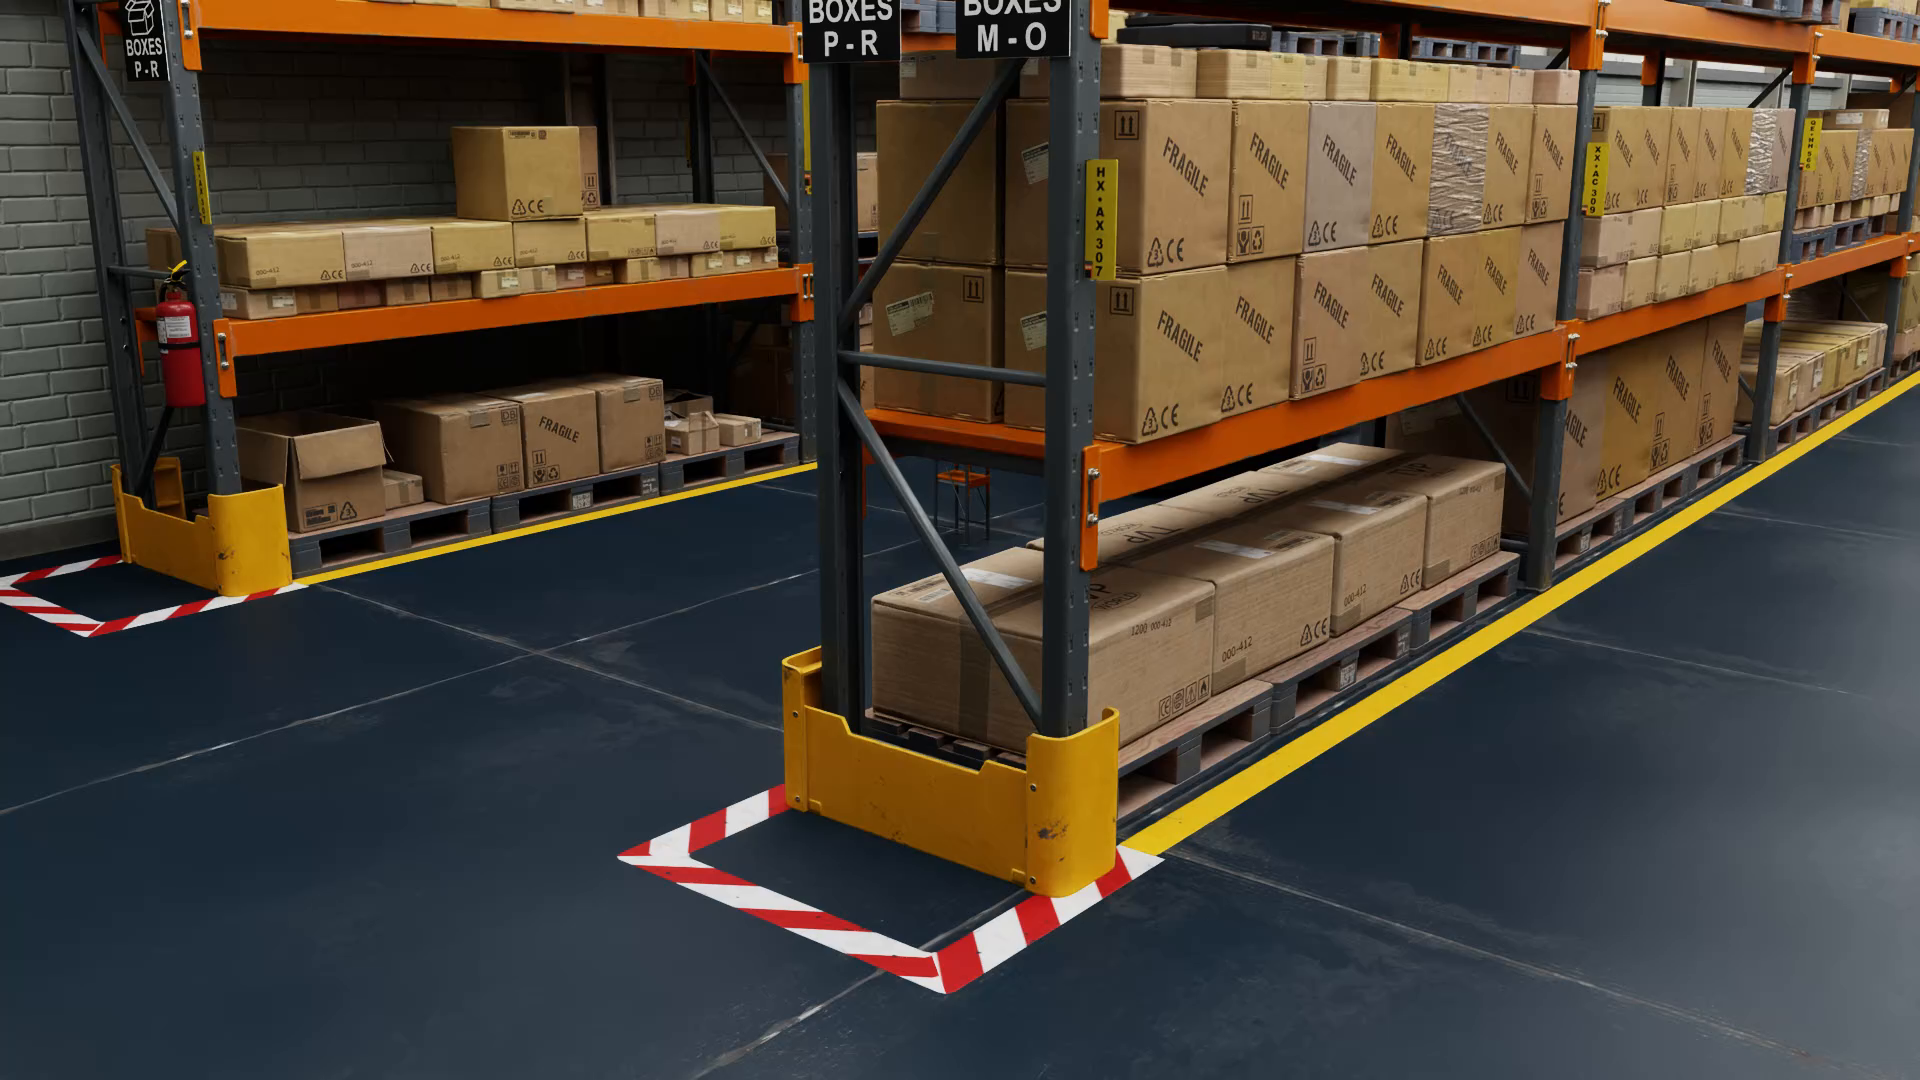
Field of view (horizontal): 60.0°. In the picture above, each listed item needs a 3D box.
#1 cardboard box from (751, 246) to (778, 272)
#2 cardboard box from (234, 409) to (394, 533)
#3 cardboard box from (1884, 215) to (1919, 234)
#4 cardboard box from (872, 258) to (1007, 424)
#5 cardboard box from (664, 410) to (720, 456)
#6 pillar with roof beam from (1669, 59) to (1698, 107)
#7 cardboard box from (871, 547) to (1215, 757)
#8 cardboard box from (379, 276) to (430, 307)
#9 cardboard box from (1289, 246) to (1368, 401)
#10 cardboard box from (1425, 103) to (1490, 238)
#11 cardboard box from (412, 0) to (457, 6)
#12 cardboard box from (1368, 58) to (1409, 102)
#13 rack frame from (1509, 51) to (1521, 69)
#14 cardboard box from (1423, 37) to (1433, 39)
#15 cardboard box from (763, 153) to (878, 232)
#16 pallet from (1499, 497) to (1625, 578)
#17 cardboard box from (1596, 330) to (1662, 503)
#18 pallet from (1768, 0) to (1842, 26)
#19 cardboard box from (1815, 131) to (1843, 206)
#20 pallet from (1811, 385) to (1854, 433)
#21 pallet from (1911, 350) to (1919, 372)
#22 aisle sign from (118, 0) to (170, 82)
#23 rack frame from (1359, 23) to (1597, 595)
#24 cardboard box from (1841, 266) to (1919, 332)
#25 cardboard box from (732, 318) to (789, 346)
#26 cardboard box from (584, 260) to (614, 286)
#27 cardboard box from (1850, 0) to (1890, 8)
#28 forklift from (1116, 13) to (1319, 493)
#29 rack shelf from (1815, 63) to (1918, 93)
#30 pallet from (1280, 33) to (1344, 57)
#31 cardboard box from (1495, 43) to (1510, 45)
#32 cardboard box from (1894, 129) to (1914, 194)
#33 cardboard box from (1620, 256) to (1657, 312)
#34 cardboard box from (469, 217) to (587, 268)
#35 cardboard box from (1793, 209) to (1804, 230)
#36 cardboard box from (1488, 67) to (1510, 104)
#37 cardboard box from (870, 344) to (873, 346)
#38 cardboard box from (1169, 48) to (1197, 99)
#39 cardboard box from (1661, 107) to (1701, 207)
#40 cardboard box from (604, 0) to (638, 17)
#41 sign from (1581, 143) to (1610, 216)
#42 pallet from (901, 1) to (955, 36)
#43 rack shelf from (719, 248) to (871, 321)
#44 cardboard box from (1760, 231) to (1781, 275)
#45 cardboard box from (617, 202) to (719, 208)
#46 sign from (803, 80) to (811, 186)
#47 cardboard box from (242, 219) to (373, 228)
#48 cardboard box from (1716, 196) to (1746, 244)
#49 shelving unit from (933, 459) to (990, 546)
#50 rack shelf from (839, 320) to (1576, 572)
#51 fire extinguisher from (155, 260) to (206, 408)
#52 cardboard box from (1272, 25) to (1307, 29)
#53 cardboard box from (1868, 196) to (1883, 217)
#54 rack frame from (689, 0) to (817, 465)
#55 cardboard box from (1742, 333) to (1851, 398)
[{"bbox_3d":[-1.392,-1.823,10.719,0.380,0.149,0.250,12,18,38],"label":"cardboard box"},{"bbox_3d":[-3.444,-0.375,8.726,0.797,0.503,0.637,10,18,35],"label":"cardboard box"},{"bbox_3d":[7.951,-2.699,14.165,0.380,0.149,0.250,11,18,37],"label":"cardboard box"},{"bbox_3d":[0.059,-0.694,5.558,0.500,0.500,0.500,11,18,38],"label":"cardboard box"},{"bbox_3d":[-1.734,-0.703,10.499,0.396,0.266,0.258,12,19,40],"label":"cardboard box"},{"bbox_3d":[15.906,-8.889,25.838,9.100,9.000,0.400,11,18,38],"label":"pillar with roof beam"},{"bbox_3d":[0.298,0.384,5.868,0.875,0.438,0.875,11,18,36],"label":"cardboard box"},{"bbox_3d":[-3.013,-1.329,8.771,0.380,0.149,0.250,12,19,39],"label":"cardboard box"},{"bbox_3d":[1.116,-0.804,5.991,0.500,0.500,0.500,11,18,37],"label":"cardboard box"},{"bbox_3d":[1.756,-1.483,6.635,0.500,0.500,0.500,12,18,38],"label":"cardboard box"},{"bbox_3d":[-2.806,-2.820,8.551,0.380,0.149,0.250,11,18,37],"label":"cardboard box"},{"bbox_3d":[1.407,-1.675,6.073,0.380,0.149,0.250,11,18,36],"label":"cardboard box"},{"bbox_3d":[6.154,-4.343,20.129,1.000,3.000,0.127,11,18,38],"label":"rack frame"},{"bbox_3d":[4.809,-5.455,17.630,0.396,0.266,0.258,11,18,36],"label":"cardboard box"},{"bbox_3d":[-0.910,-2.355,11.247,0.700,0.500,0.500,12,18,39],"label":"cardboard box"},{"bbox_3d":[2.902,-0.086,9.032,1.003,0.211,1.213,11,18,38],"label":"pallet"},{"bbox_3d":[3.364,-0.757,9.473,0.875,0.875,0.875,12,19,39],"label":"cardboard box"},{"bbox_3d":[4.626,-3.275,10.213,1.213,0.211,1.003,12,19,40],"label":"pallet"},{"bbox_3d":[5.774,-2.591,11.572,0.500,0.500,0.500,12,19,40],"label":"cardboard box"},{"bbox_3d":[6.249,-1.075,12.924,1.003,0.211,1.213,11,18,38],"label":"pallet"},{"bbox_3d":[8.664,-1.827,15.887,1.003,0.211,1.213,11,18,38],"label":"pallet"},{"bbox_3d":[-3.716,-2.481,7.516,0.394,0.787,0.004,11,18,38],"label":"aisle sign"},{"bbox_3d":[2.475,-1.278,8.061,1.000,3.000,0.127,11,18,38],"label":"rack frame"},{"bbox_3d":[8.084,-2.116,14.567,0.500,0.500,0.500,12,19,40],"label":"cardboard box"},{"bbox_3d":[-1.381,-1.467,11.711,0.380,0.149,0.250,10,18,35],"label":"cardboard box"},{"bbox_3d":[-2.257,-1.585,9.781,0.380,0.149,0.250,12,18,38],"label":"cardboard box"},{"bbox_3d":[6.606,-4.067,12.399,0.500,0.250,0.500,12,18,38],"label":"cardboard box"},{"bbox_3d":[1.798,-2.010,11.083,1.130,2.935,3.031,11,18,37],"label":"forklift"},{"bbox_3d":[8.760,-4.298,15.319,1.077,0.370,4.000,11,18,38],"label":"rack shelf"},{"bbox_3d":[3.096,-4.768,16.094,0.805,0.209,1.217,10,18,35],"label":"pallet"},{"bbox_3d":[6.066,-5.975,19.201,0.500,0.500,0.500,12,19,39],"label":"cardboard box"},{"bbox_3d":[7.392,-3.082,13.504,0.500,0.500,0.500,11,18,37],"label":"cardboard box"},{"bbox_3d":[3.281,-1.348,8.642,0.500,0.250,0.500,11,18,36],"label":"cardboard box"},{"bbox_3d":[-2.470,-1.691,9.389,0.500,0.250,0.500,11,18,36],"label":"cardboard box"},{"bbox_3d":[5.542,-2.208,11.380,0.380,0.149,0.250,10,17,34],"label":"cardboard box"},{"bbox_3d":[2.115,-1.937,7.105,0.380,0.149,0.250,11,18,38],"label":"cardboard box"},{"bbox_3d":[-0.582,-1.199,11.973,0.500,0.500,0.500,11,18,37],"label":"cardboard box"},{"bbox_3d":[0.509,-1.446,5.171,0.380,0.149,0.250,12,18,39],"label":"cardboard box"},{"bbox_3d":[3.591,-2.048,8.859,0.500,0.500,0.500,11,18,36],"label":"cardboard box"},{"bbox_3d":[-2.065,-3.073,9.547,0.380,0.149,0.250,12,19,39],"label":"cardboard box"},{"bbox_3d":[2.908,-1.650,7.608,0.100,0.325,0.005,11,18,38],"label":"sign"},{"bbox_3d":[-0.274,-3.721,11.969,1.213,0.211,1.003,11,18,38],"label":"pallet"},{"bbox_3d":[-0.131,-2.080,12.679,1.077,0.370,4.000,11,18,38],"label":"rack shelf"},{"bbox_3d":[4.873,-1.834,10.556,0.500,0.250,0.500,10,18,36],"label":"cardboard box"},{"bbox_3d":[-1.909,-2.064,10.855,0.500,0.250,0.500,11,18,37],"label":"cardboard box"},{"bbox_3d":[-0.452,-1.275,5.215,0.100,0.325,0.005,11,18,38],"label":"sign"},{"bbox_3d":[-3.494,-1.579,8.945,0.500,0.250,0.500,11,18,38],"label":"cardboard box"},{"bbox_3d":[4.257,-1.882,9.727,0.500,0.250,0.500,11,18,36],"label":"cardboard box"},{"bbox_3d":[0.009,-0.584,8.986,0.258,1.200,0.189,11,18,38],"label":"shelving unit"},{"bbox_3d":[1.218,-0.546,6.642,1.077,0.370,4.000,11,18,38],"label":"rack shelf"},{"bbox_3d":[-3.635,-0.961,7.730,0.296,0.674,0.183,11,18,38],"label":"fire extinguisher"},{"bbox_3d":[2.892,-4.917,15.418,0.500,0.311,0.500,11,18,36],"label":"cardboard box"},{"bbox_3d":[6.924,-2.599,12.917,0.380,0.149,0.250,11,18,38],"label":"cardboard box"},{"bbox_3d":[-1.388,-2.045,11.082,1.000,3.000,0.127,11,18,38],"label":"rack frame"},{"bbox_3d":[6.291,-1.367,12.898,0.950,0.372,0.625,12,19,39],"label":"cardboard box"}]
